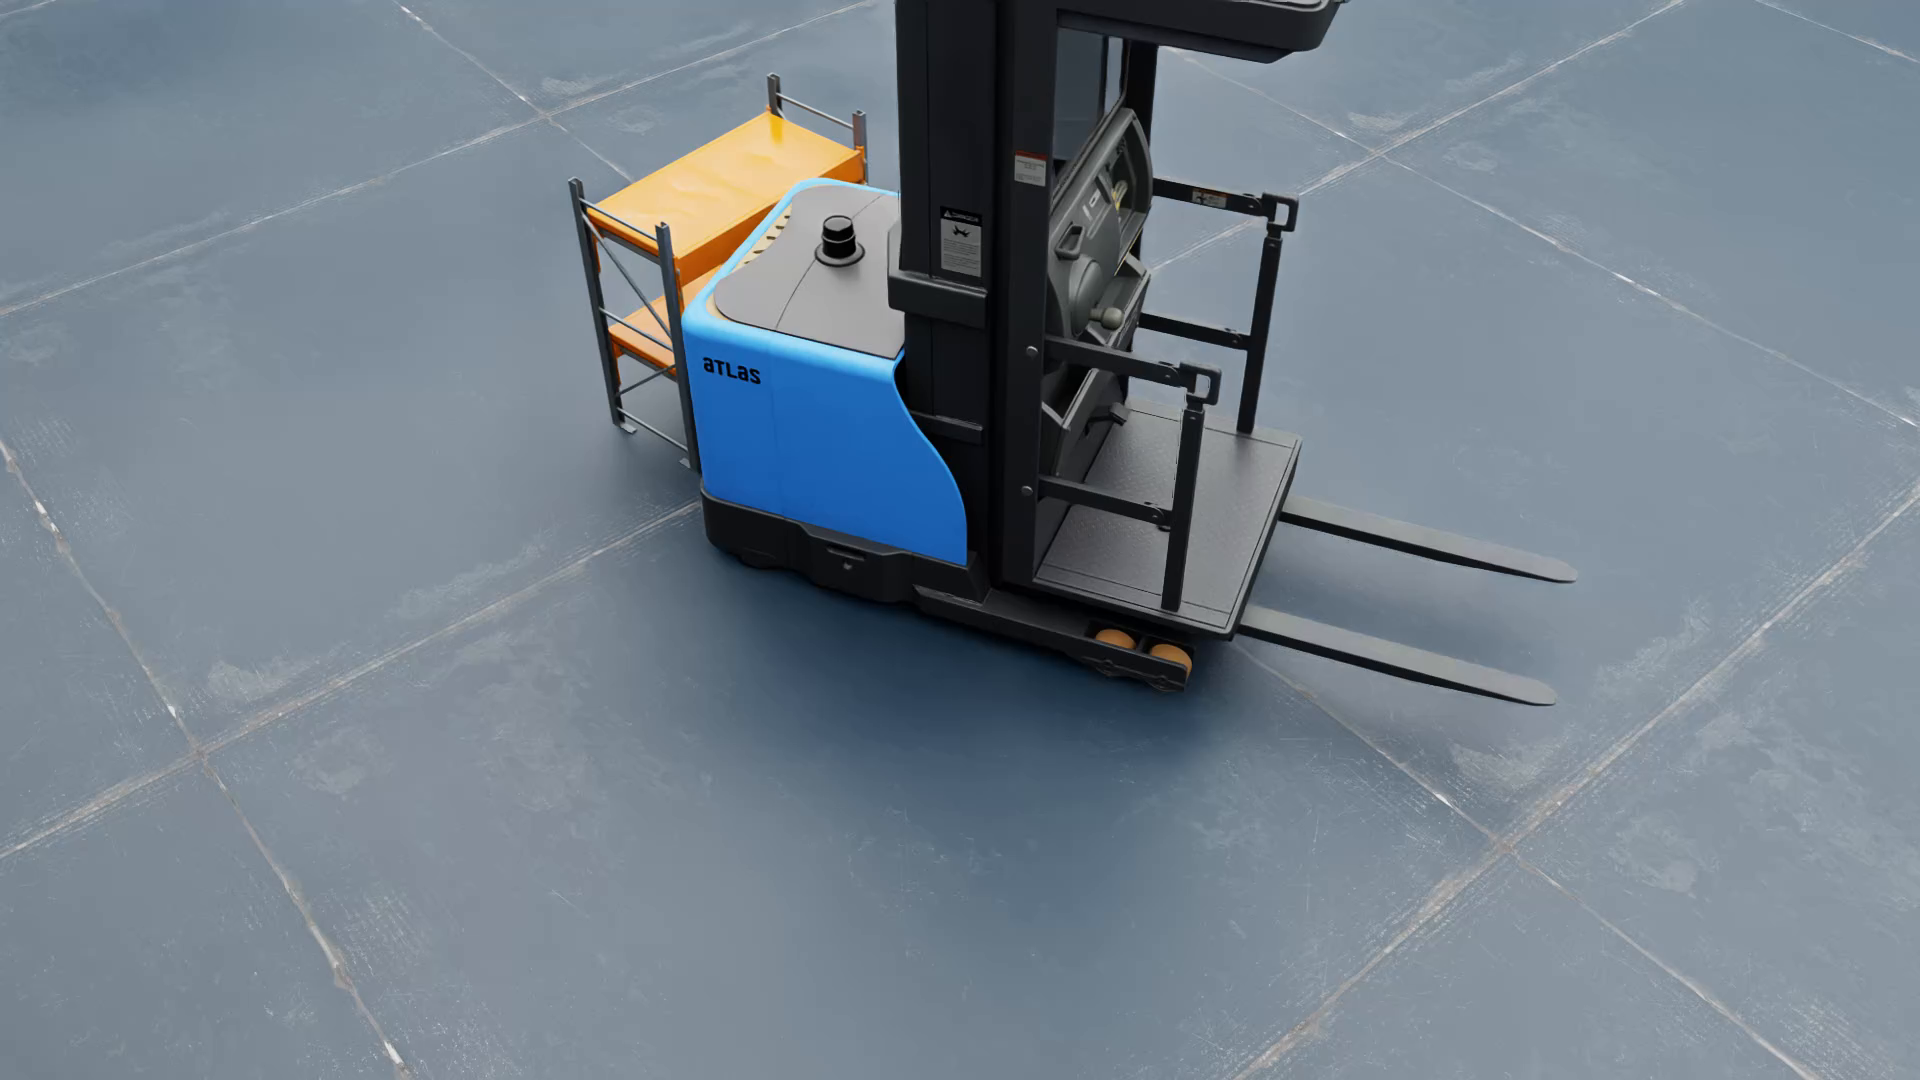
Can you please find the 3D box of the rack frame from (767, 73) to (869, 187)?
[{"bbox_3d":[-0.561,-1.321,6.835,0.500,1.125,0.032,30,51,28],"label":"rack frame"}]

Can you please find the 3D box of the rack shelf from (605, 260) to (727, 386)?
[{"bbox_3d":[-0.886,-0.875,6.717,0.538,0.278,1.000,30,51,28],"label":"rack shelf"}]

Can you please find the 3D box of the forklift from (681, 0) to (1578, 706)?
[{"bbox_3d":[0.627,-0.964,5.136,3.031,2.935,1.130,15,45,15],"label":"forklift"}]

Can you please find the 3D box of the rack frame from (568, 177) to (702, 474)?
[{"bbox_3d":[-1.211,-0.785,6.264,0.500,1.125,0.032,30,51,28],"label":"rack frame"}]

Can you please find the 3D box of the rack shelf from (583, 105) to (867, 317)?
[{"bbox_3d":[-0.886,-1.267,6.349,0.538,0.278,1.000,30,51,28],"label":"rack shelf"}]

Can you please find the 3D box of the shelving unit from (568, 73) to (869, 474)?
[{"bbox_3d":[-0.886,-1.053,6.550,0.538,1.125,1.048,30,51,28],"label":"shelving unit"}]
